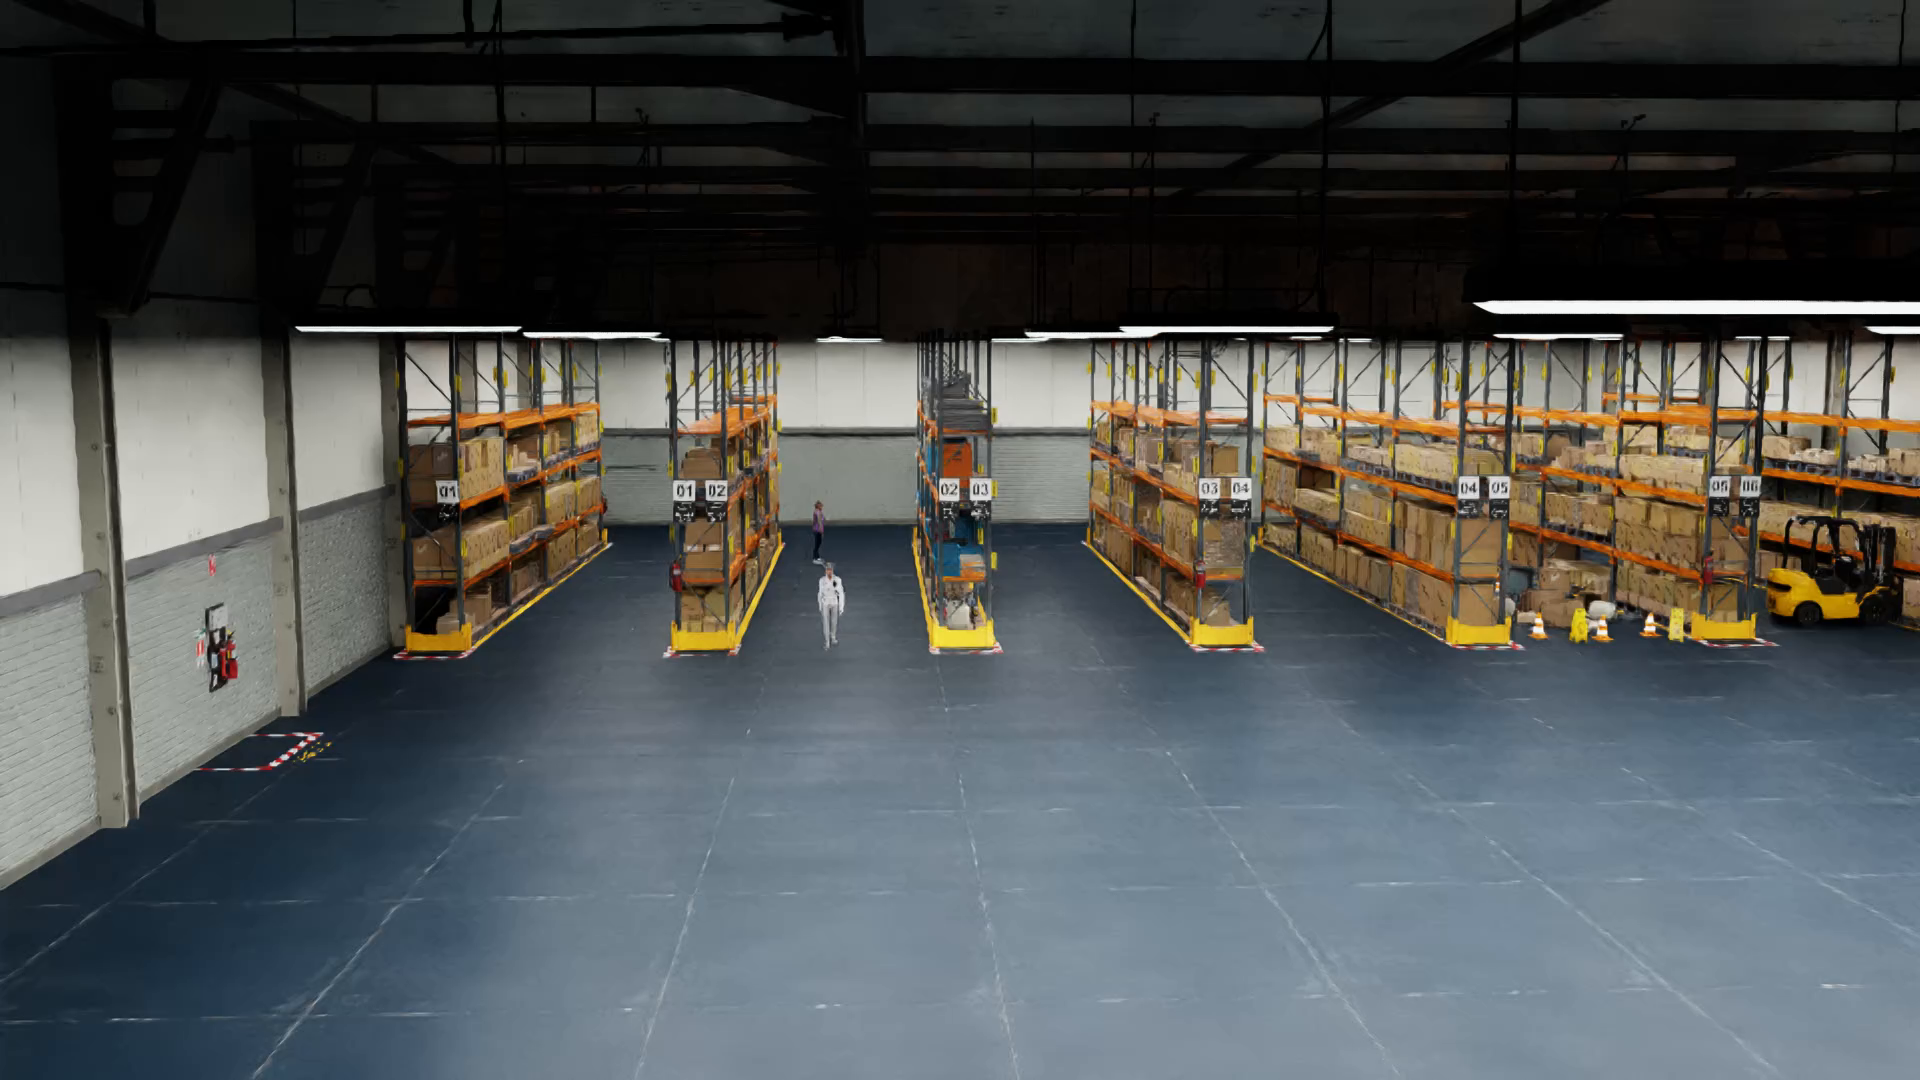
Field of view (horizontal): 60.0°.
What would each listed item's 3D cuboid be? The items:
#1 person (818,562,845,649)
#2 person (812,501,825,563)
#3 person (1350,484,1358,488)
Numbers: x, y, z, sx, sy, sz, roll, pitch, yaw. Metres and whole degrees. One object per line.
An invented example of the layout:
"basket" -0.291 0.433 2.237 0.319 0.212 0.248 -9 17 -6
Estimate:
"person" -2.433 1.207 31.451 0.502 1.624 0.997 0 7 -4
"person" -3.715 -0.227 43.650 0.346 1.597 0.538 -2 7 -18
"person" 11.040 -0.684 46.732 0.581 1.782 0.665 3 7 24
